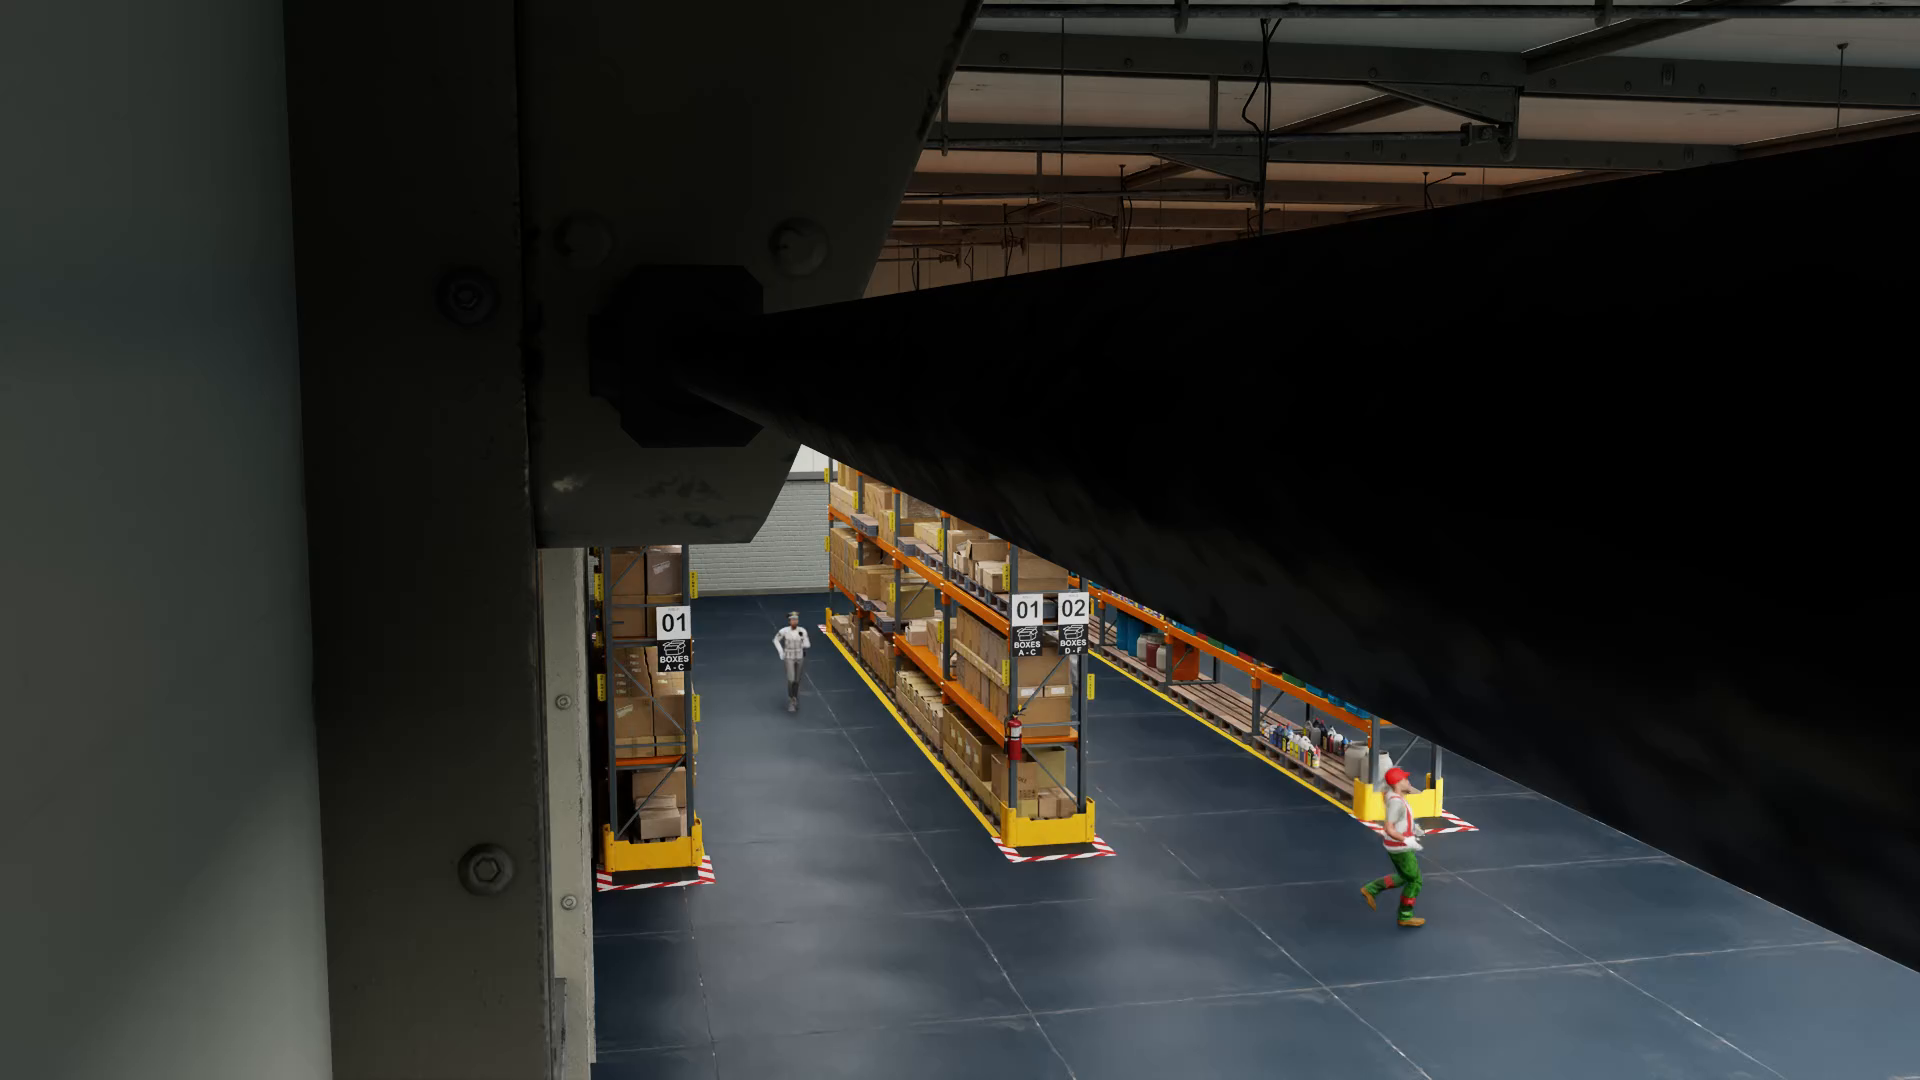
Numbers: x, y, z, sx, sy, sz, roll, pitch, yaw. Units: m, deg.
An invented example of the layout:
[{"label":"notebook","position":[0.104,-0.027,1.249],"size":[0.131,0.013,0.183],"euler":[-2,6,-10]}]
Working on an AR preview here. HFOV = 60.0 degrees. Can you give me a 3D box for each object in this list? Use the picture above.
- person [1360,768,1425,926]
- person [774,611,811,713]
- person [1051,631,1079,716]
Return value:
[{"label":"person","position":[4.721,3.328,18.067],"size":[0.675,1.742,0.659],"euler":[1,7,10]},{"label":"person","position":[-2.874,2.094,28.721],"size":[0.595,1.754,0.702],"euler":[-2,7,-19]},{"label":"person","position":[1.827,2.100,28.403],"size":[0.689,1.740,0.747],"euler":[-3,7,-20]}]
